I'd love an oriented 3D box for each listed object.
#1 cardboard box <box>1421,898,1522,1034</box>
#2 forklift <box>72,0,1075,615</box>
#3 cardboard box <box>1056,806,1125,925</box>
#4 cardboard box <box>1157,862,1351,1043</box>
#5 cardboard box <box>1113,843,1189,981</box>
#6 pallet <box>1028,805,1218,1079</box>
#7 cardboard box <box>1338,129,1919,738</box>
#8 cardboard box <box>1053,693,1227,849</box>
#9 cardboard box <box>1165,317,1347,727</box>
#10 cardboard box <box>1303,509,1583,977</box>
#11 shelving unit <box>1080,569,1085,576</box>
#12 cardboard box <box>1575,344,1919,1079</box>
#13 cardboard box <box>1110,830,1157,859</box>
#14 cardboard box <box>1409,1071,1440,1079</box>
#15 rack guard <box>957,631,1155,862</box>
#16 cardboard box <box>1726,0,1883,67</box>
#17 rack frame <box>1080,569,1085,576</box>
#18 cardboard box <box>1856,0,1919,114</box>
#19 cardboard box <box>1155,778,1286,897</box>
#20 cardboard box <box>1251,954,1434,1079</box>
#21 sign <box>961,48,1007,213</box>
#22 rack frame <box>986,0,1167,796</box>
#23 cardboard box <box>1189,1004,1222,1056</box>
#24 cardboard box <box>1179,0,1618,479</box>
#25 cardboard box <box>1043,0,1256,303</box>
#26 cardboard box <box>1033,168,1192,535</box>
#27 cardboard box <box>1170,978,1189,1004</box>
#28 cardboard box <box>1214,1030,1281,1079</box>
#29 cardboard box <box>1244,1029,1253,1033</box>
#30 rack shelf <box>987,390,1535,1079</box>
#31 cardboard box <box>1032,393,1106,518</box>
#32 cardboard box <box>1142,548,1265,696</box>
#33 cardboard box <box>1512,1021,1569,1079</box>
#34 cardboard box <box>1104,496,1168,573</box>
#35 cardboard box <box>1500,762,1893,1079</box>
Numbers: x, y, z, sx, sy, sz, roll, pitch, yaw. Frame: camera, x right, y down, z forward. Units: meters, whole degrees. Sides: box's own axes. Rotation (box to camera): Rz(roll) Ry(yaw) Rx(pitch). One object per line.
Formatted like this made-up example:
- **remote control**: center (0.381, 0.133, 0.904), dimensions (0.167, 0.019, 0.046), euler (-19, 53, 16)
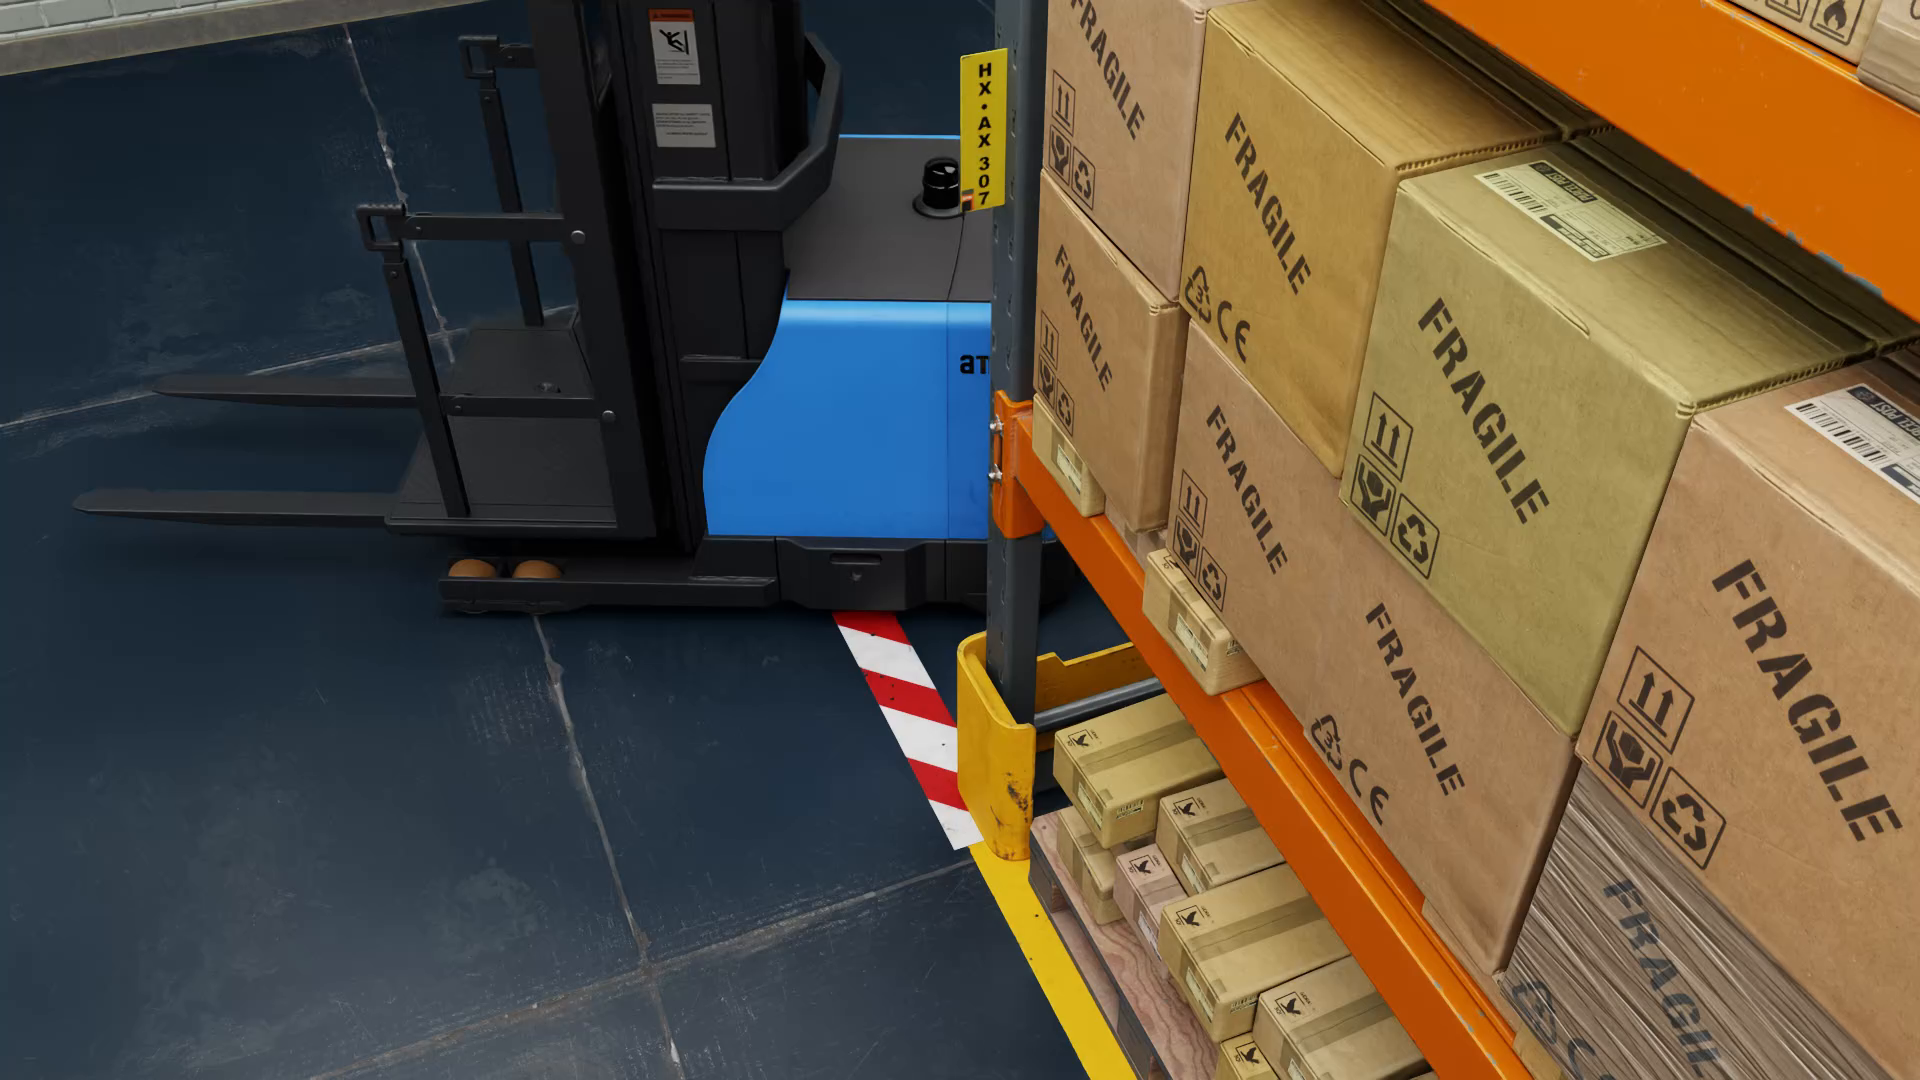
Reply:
- **cardboard box**: center (0.935, 0.548, 2.505), dimensions (0.380, 0.149, 0.250), euler (-16, 43, -18)
- **forklift**: center (-1.163, -1.231, 4.434), dimensions (3.031, 2.935, 1.130), euler (1, 41, 1)
- **cardboard box**: center (0.454, 0.727, 3.968), dimensions (0.380, 0.149, 0.250), euler (-14, 43, -16)
- **cardboard box**: center (0.631, 0.826, 3.397), dimensions (0.380, 0.149, 0.250), euler (-15, 43, -17)
- **cardboard box**: center (0.565, 0.778, 3.682), dimensions (0.380, 0.149, 0.250), euler (-15, 43, -17)
- **pallet**: center (0.857, 1.011, 3.912), dimensions (1.003, 0.211, 1.213), euler (-15, 43, -17)
- **cardboard box**: center (0.853, -0.162, 2.066), dimensions (0.500, 0.500, 0.500), euler (-16, 43, -18)
- **cardboard box**: center (0.436, 0.506, 3.769), dimensions (0.380, 0.149, 0.250), euler (-17, 44, -19)
- **cardboard box**: center (0.694, -0.085, 2.744), dimensions (0.500, 0.500, 0.500), euler (-15, 43, -17)
- **cardboard box**: center (0.870, 0.213, 2.397), dimensions (0.500, 0.500, 0.500), euler (-15, 43, -16)
- **shelving unit**: center (0.490, -0.299, 4.907), dimensions (0.258, 0.900, 0.210), euler (1, 41, 1)
- **cardboard box**: center (1.052, 0.144, 1.710), dimensions (0.500, 0.500, 0.500), euler (-16, 43, -18)
- **cardboard box**: center (0.513, 0.598, 3.890), dimensions (0.380, 0.149, 0.250), euler (-13, 42, -15)
- **cardboard box**: center (0.899, 1.124, 3.050), dimensions (0.380, 0.149, 0.250), euler (-14, 43, -15)
- **rack guard**: center (0.579, 0.403, 4.397), dimensions (1.175, 0.500, 0.348), euler (-15, 43, -17)
- **cardboard box**: center (0.892, -0.711, 1.591), dimensions (0.500, 0.250, 0.500), euler (-16, 43, -18)
- **rack frame**: center (0.489, -0.232, 4.830), dimensions (0.240, 0.900, 0.006), euler (1, 41, 1)
- **cardboard box**: center (1.079, -0.397, 1.226), dimensions (0.500, 0.250, 0.500), euler (-15, 43, -17)
- **cardboard box**: center (0.653, 0.642, 3.610), dimensions (0.380, 0.149, 0.250), euler (-14, 43, -16)
- **cardboard box**: center (0.802, 0.955, 3.247), dimensions (0.380, 0.149, 0.250), euler (-17, 44, -19)
- **sign**: center (0.048, -0.783, 3.196), dimensions (0.100, 0.325, 0.005), euler (-15, 43, -17)
- **rack frame**: center (0.549, -0.590, 3.636), dimensions (1.000, 3.000, 0.127), euler (-15, 43, -17)
- **cardboard box**: center (0.731, 1.012, 3.637), dimensions (0.380, 0.149, 0.250), euler (-15, 43, -16)
- **cardboard box**: center (0.675, -0.481, 2.437), dimensions (0.500, 0.500, 0.500), euler (-14, 43, -16)
- **cardboard box**: center (0.476, -0.783, 2.789), dimensions (0.500, 0.500, 0.500), euler (-15, 43, -17)
- **cardboard box**: center (0.466, -0.401, 3.111), dimensions (0.500, 0.500, 0.500), euler (-13, 42, -15)
- **cardboard box**: center (0.630, 0.864, 3.809), dimensions (0.380, 0.149, 0.250), euler (-15, 43, -17)
- **cardboard box**: center (0.739, 1.085, 3.325), dimensions (0.380, 0.149, 0.250), euler (-14, 43, -16)
- **cardboard box**: center (0.741, 0.903, 3.536), dimensions (0.380, 0.149, 0.250), euler (-15, 43, -16)
- **rack shelf**: center (1.315, 0.887, 2.469), dimensions (1.077, 0.370, 4.000), euler (-15, 43, -17)
- **cardboard box**: center (0.371, -0.218, 3.396), dimensions (0.380, 0.149, 0.250), euler (-15, 43, -17)
- **cardboard box**: center (0.560, 0.100, 3.025), dimensions (0.380, 0.149, 0.250), euler (-16, 43, -18)
- **cardboard box**: center (1.015, 0.709, 2.318), dimensions (0.380, 0.149, 0.250), euler (-14, 43, -15)
- **cardboard box**: center (0.506, -0.075, 3.229), dimensions (0.380, 0.149, 0.250), euler (-14, 43, -15)
- **cardboard box**: center (1.071, 0.518, 2.042), dimensions (0.500, 0.500, 0.500), euler (-16, 43, -18)
